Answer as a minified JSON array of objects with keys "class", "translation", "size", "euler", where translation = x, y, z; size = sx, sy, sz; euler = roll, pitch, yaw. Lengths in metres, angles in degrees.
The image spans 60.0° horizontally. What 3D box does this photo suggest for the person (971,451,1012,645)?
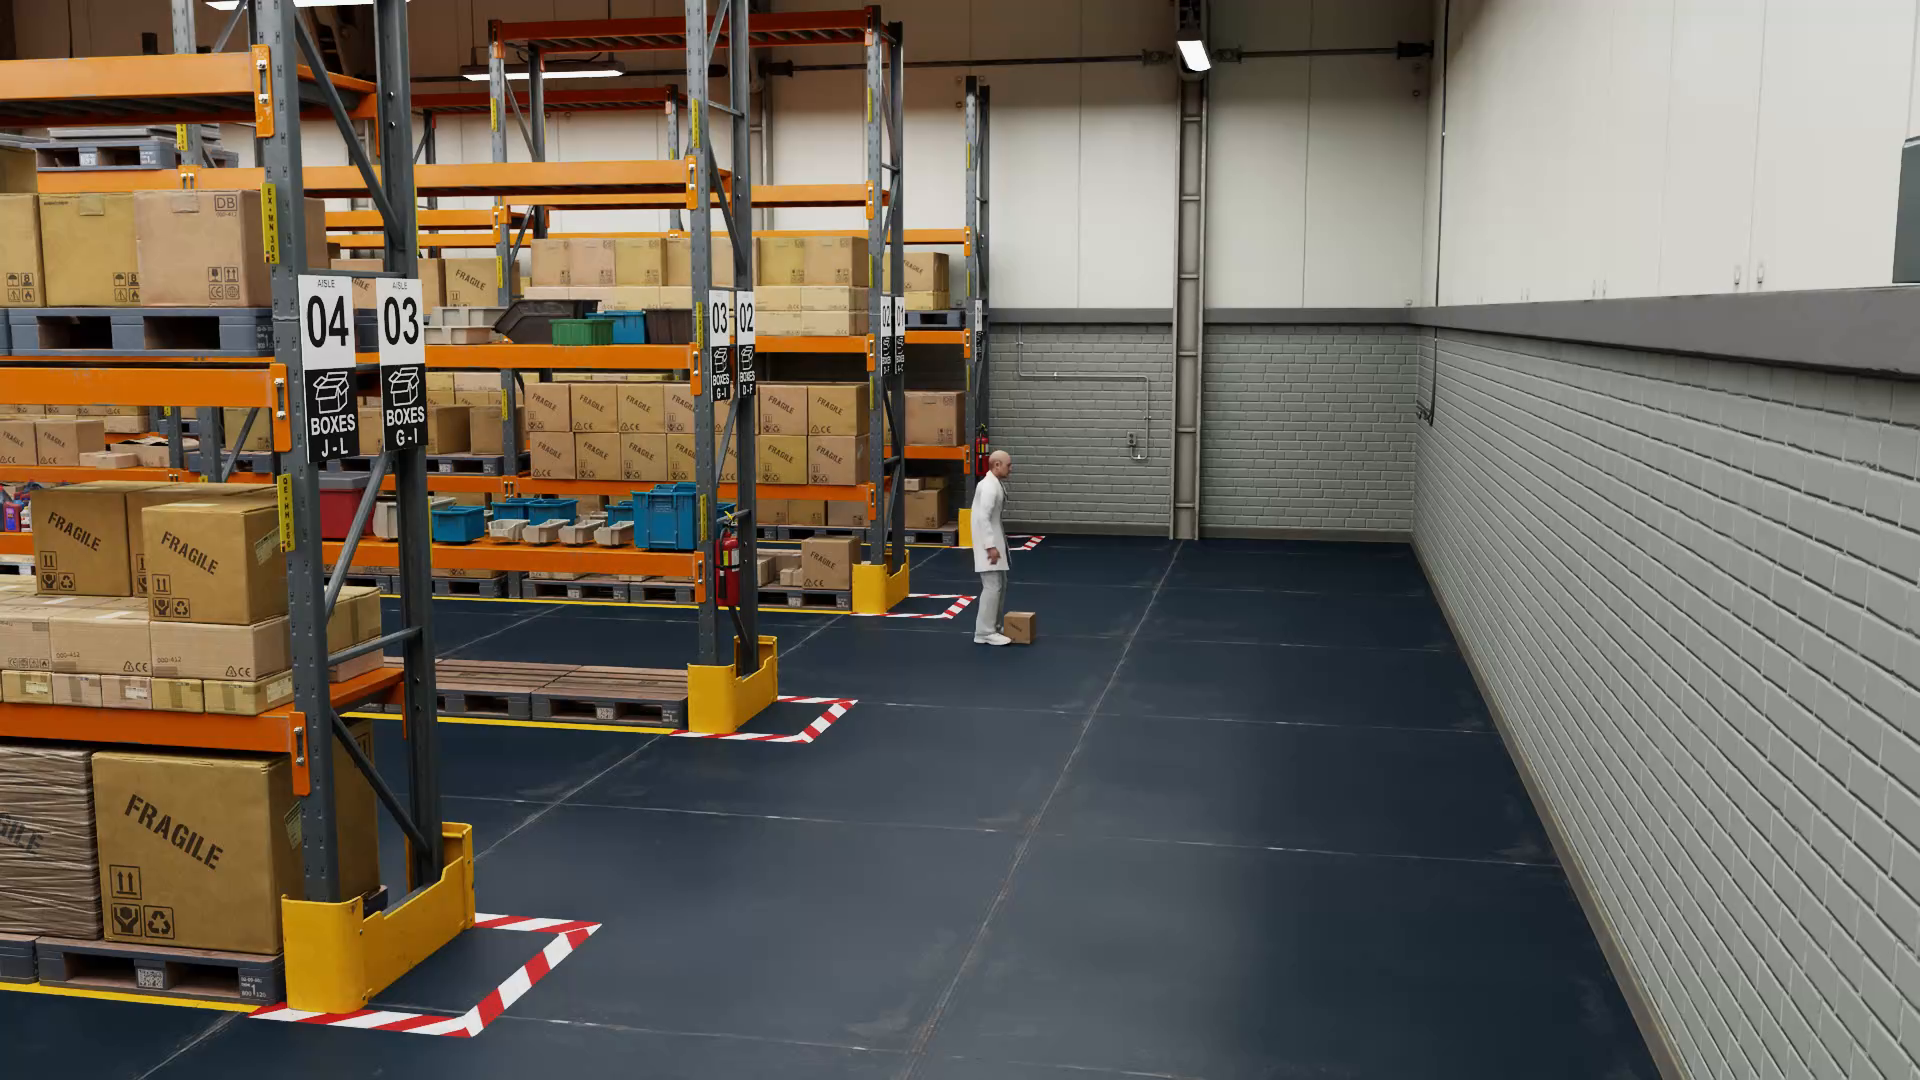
[{"class":"person","translation":[0.312,0.055,15.463],"size":[0.417,1.774,0.650],"euler":[1,8,10]}]
